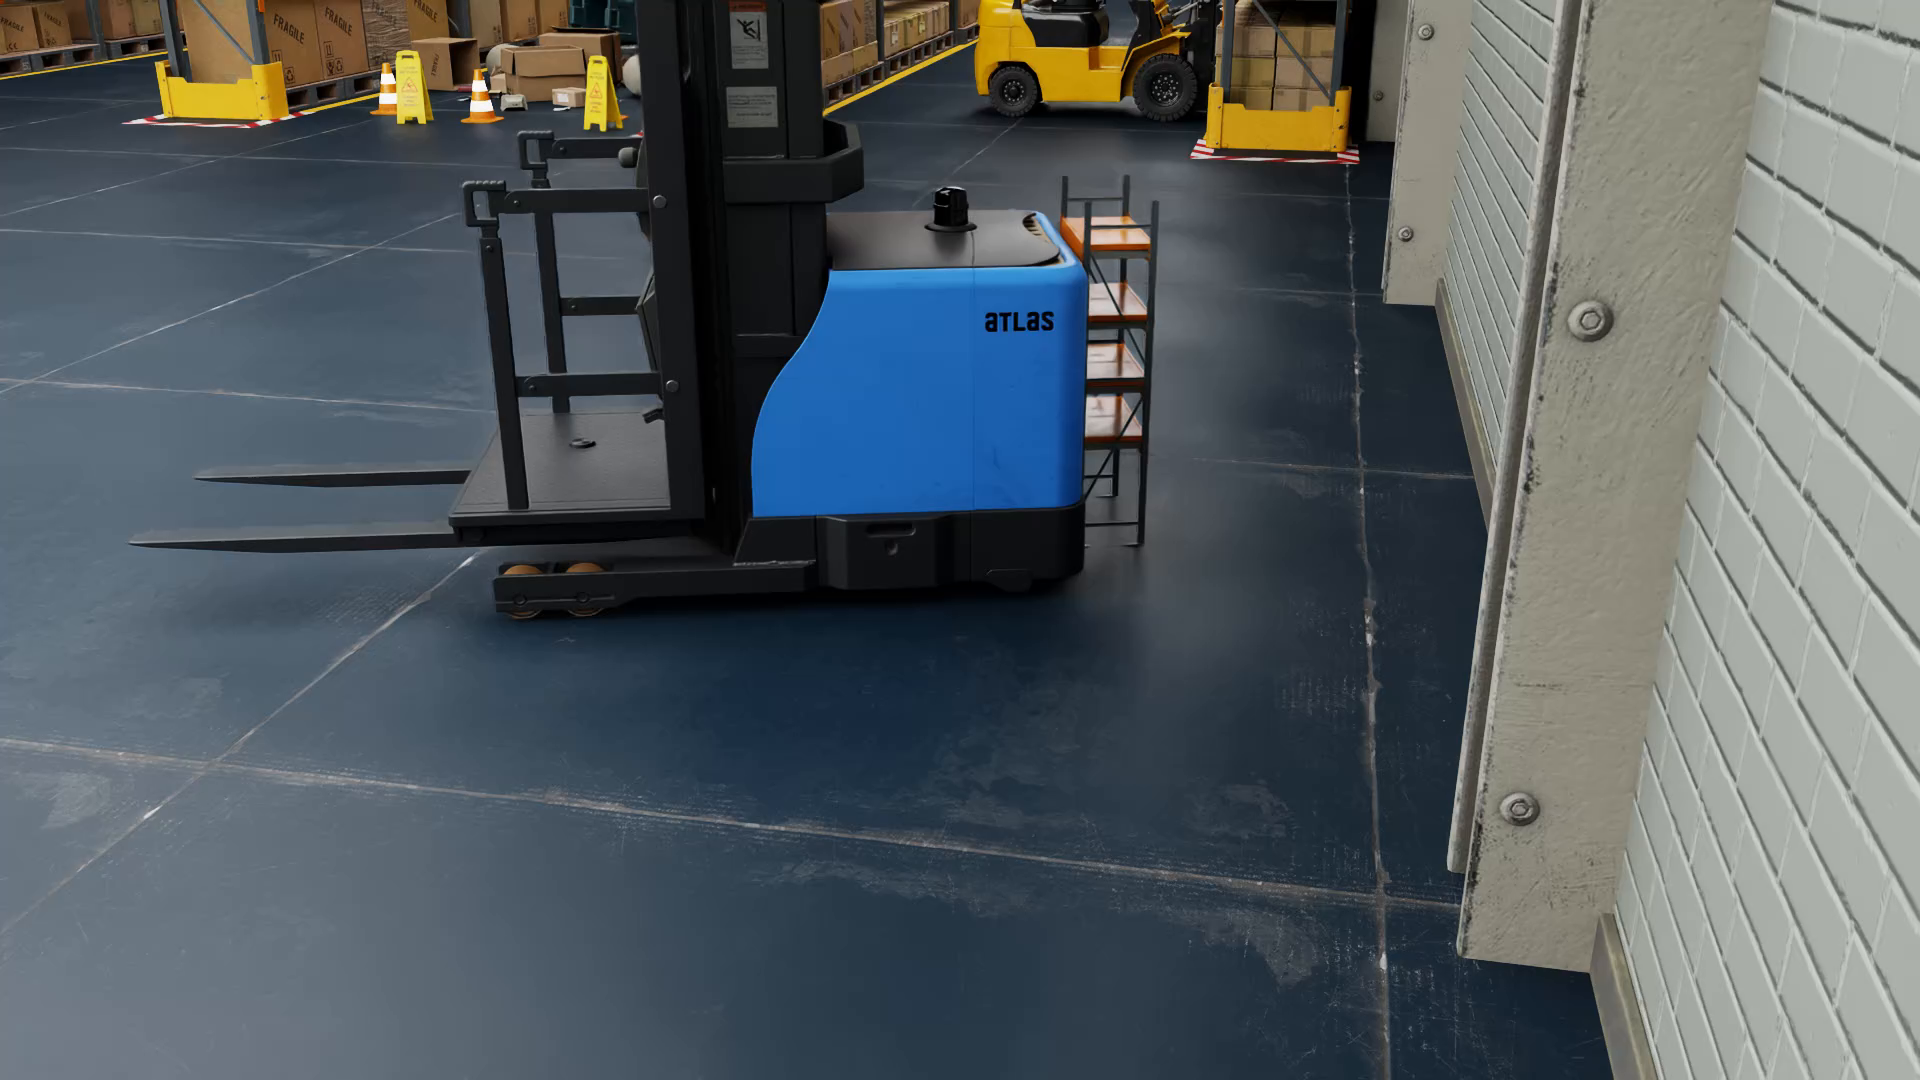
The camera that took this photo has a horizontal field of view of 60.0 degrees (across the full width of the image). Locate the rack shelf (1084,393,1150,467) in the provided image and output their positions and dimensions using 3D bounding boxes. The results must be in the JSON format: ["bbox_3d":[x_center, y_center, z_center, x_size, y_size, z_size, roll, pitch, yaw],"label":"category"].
[{"bbox_3d":[0.498,-0.378,5.899,0.258,0.148,0.480,-2,22,-5],"label":"rack shelf"}]

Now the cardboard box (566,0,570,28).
[{"bbox_3d":[-5.610,-7.329,22.486,1.050,0.750,0.750,4,22,10],"label":"cardboard box"}]

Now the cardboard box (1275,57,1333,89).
[{"bbox_3d":[2.996,-4.058,14.364,0.500,0.250,0.500,5,22,12],"label":"cardboard box"}]

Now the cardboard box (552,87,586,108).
[{"bbox_3d":[-3.873,-4.438,16.675,0.380,0.149,0.250,18,28,38],"label":"cardboard box"}]

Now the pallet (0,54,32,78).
[{"bbox_3d":[-11.398,-5.357,18.872,1.003,0.211,1.213,4,22,11],"label":"pallet"}]

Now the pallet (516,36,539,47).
[{"bbox_3d":[-5.883,-6.373,21.395,1.003,0.211,1.213,4,22,11],"label":"pallet"}]

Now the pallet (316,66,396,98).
[{"bbox_3d":[-6.692,-4.918,17.782,1.003,0.211,1.213,4,22,11],"label":"pallet"}]

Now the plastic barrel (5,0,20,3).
[{"bbox_3d":[-14.970,-8.621,26.012,0.421,0.512,0.421,0,22,0],"label":"plastic barrel"}]

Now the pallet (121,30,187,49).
[{"bbox_3d":[-10.644,-6.785,22.418,1.003,0.211,1.213,4,22,11],"label":"pallet"}]

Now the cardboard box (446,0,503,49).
[{"bbox_3d":[-6.175,-6.316,19.970,1.050,0.750,0.750,4,22,11],"label":"cardboard box"}]

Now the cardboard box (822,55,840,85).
[{"bbox_3d":[-1.517,-4.708,16.646,0.500,0.250,0.500,6,23,15],"label":"cardboard box"}]

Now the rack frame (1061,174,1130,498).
[{"bbox_3d":[0.474,-0.716,6.025,0.240,1.200,0.015,-2,22,-5],"label":"rack frame"}]

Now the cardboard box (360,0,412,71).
[{"bbox_3d":[-6.590,-5.586,17.989,0.875,0.875,0.875,5,22,11],"label":"cardboard box"}]

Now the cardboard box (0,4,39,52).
[{"bbox_3d":[-11.279,-6.028,19.590,0.500,0.500,0.500,12,25,28],"label":"cardboard box"}]

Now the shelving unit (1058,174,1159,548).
[{"bbox_3d":[0.498,-0.625,5.799,0.258,1.200,0.503,-2,22,-5],"label":"shelving unit"}]

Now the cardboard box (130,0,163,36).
[{"bbox_3d":[-10.786,-6.786,21.446,0.700,0.500,0.500,4,22,11],"label":"cardboard box"}]

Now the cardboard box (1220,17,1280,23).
[{"bbox_3d":[2.584,-4.513,14.825,0.500,0.250,0.500,5,22,12],"label":"cardboard box"}]

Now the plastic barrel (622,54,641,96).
[{"bbox_3d":[-3.224,-4.803,17.214,0.421,0.421,0.512,-16,27,-35],"label":"plastic barrel"}]

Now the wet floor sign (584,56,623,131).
[{"bbox_3d":[-3.249,-4.048,15.040,0.267,0.644,0.232,13,25,29],"label":"wet floor sign"}]

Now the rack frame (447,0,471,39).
[{"bbox_3d":[-6.213,-6.931,19.048,1.000,3.000,0.127,4,22,11],"label":"rack frame"}]

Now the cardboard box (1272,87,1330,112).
[{"bbox_3d":[2.989,-3.835,14.478,0.500,0.250,0.500,5,22,11],"label":"cardboard box"}]

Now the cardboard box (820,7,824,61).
[{"bbox_3d":[-1.621,-4.869,16.043,0.500,0.500,0.500,4,22,9],"label":"cardboard box"}]

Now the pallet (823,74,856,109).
[{"bbox_3d":[-1.696,-4.601,16.996,1.003,0.211,1.213,4,22,11],"label":"pallet"}]

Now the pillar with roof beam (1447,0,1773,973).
[{"bbox_3d":[-2.942,-3.659,2.893,9.100,9.000,0.400,4,22,11],"label":"pillar with roof beam"}]

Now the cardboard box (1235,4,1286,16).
[{"bbox_3d":[2.903,-5.075,16.219,0.500,0.250,0.500,5,23,13],"label":"cardboard box"}]

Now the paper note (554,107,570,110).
[{"bbox_3d":[-3.919,-4.248,16.360,0.148,0.019,0.142,-3,22,-8],"label":"paper note"}]

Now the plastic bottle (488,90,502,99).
[{"bbox_3d":[-4.833,-4.634,17.278,0.133,0.061,0.283,-3,22,-8],"label":"plastic bottle"}]

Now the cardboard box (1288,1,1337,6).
[{"bbox_3d":[3.513,-5.216,16.568,0.500,0.250,0.500,4,22,10],"label":"cardboard box"}]

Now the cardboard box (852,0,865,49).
[{"bbox_3d":[-1.307,-5.435,17.447,0.500,0.500,0.500,5,22,12],"label":"cardboard box"}]

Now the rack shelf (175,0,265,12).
[{"bbox_3d":[-6.622,-5.866,17.366,1.077,0.370,4.000,4,22,11],"label":"rack shelf"}]

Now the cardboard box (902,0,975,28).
[{"bbox_3d":[-0.308,-7.509,22.765,0.875,0.875,0.875,4,22,10],"label":"cardboard box"}]

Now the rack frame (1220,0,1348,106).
[{"bbox_3d":[2.697,-4.751,13.634,1.000,3.000,0.127,4,22,11],"label":"rack frame"}]

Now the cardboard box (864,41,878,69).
[{"bbox_3d":[-1.204,-5.273,18.050,0.500,0.250,0.500,5,23,13],"label":"cardboard box"}]

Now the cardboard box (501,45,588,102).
[{"bbox_3d":[-4.283,-4.805,17.111,0.797,0.503,0.637,-11,25,-26],"label":"cardboard box"}]

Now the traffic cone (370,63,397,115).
[{"bbox_3d":[-5.531,-4.377,16.103,0.336,0.463,0.334,4,22,11],"label":"traffic cone"}]

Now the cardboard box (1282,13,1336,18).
[{"bbox_3d":[3.191,-4.660,15.190,0.500,0.250,0.500,4,22,11],"label":"cardboard box"}]

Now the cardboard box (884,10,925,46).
[{"bbox_3d":[-0.959,-6.276,20.377,0.950,0.372,0.625,5,23,13],"label":"cardboard box"}]

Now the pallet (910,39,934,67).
[{"bbox_3d":[-0.943,-6.029,20.542,1.003,0.211,1.213,4,22,11],"label":"pallet"}]

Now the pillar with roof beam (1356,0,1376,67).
[{"bbox_3d":[0.731,-10.242,19.238,9.100,9.000,0.400,4,22,11],"label":"pillar with roof beam"}]

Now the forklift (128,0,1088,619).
[{"bbox_3d":[-1.142,-1.317,5.201,3.031,2.935,1.130,-2,22,-5],"label":"forklift"}]
